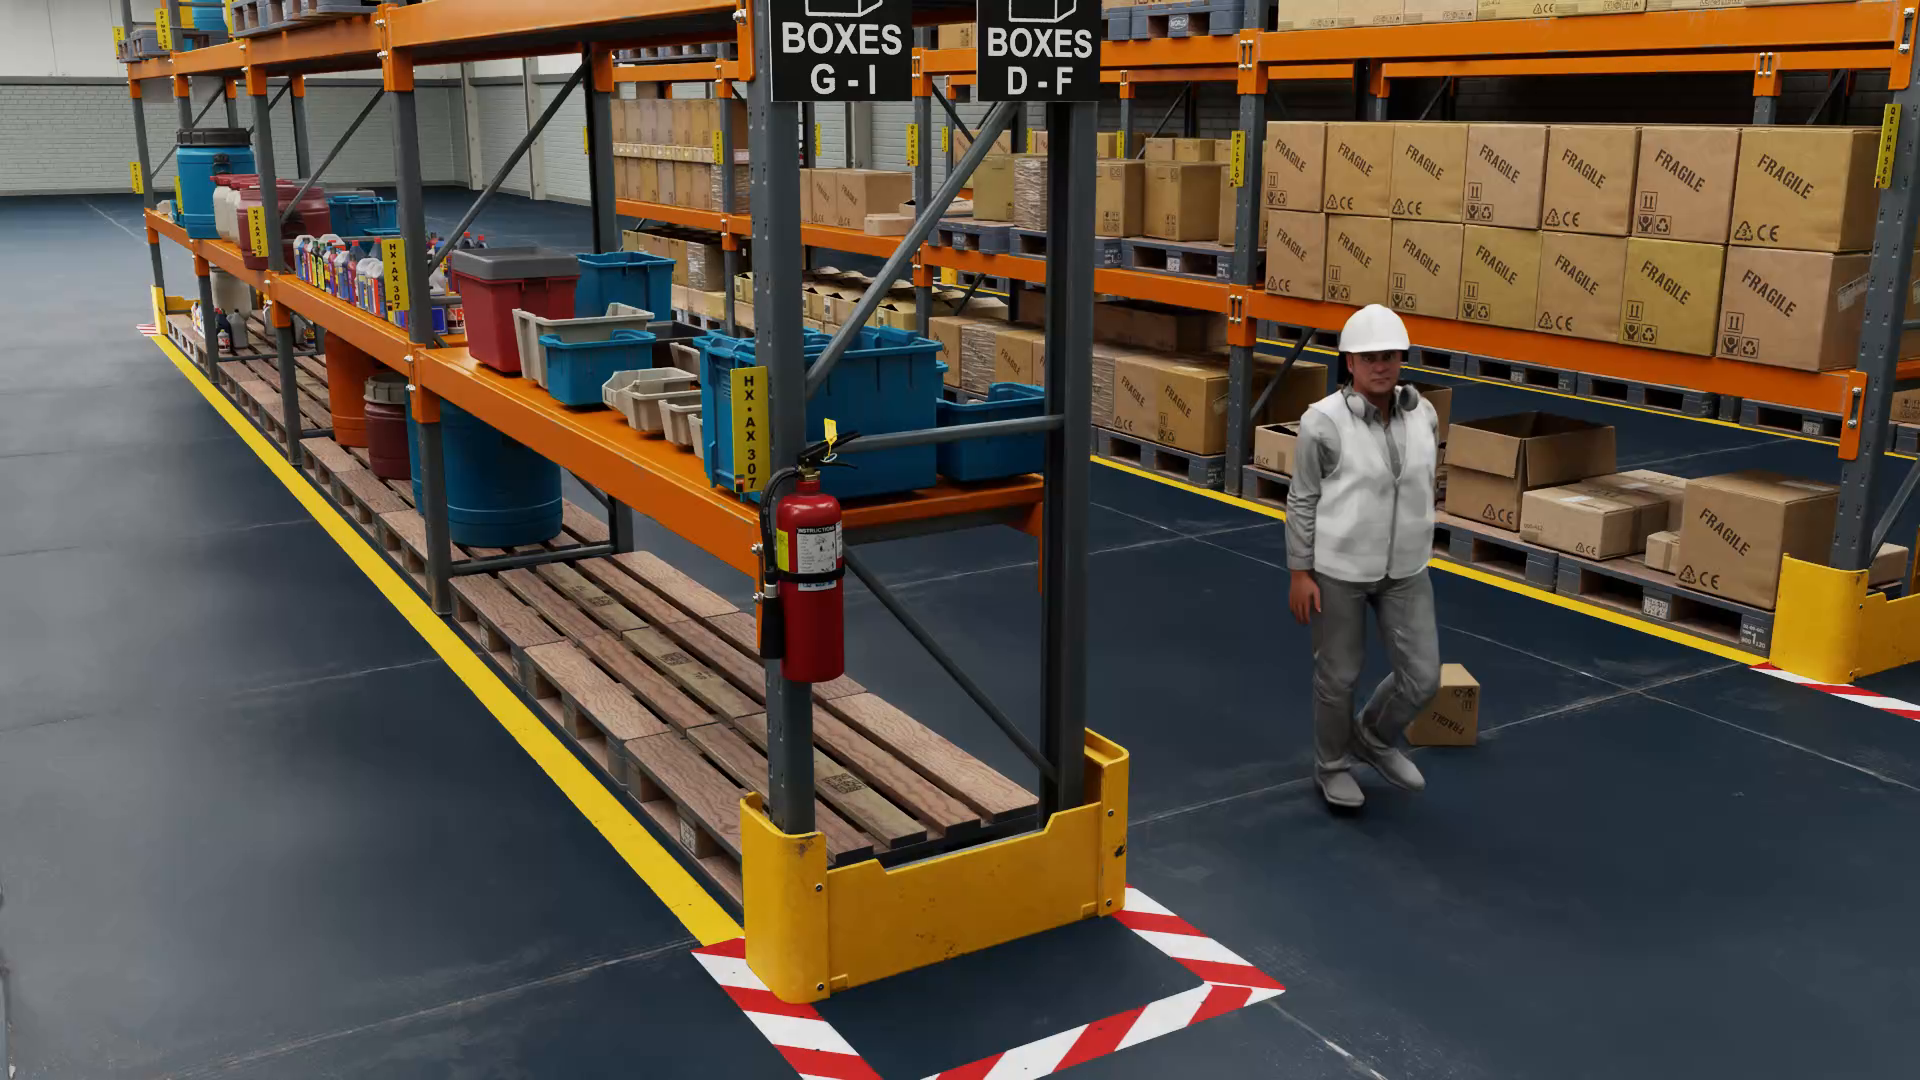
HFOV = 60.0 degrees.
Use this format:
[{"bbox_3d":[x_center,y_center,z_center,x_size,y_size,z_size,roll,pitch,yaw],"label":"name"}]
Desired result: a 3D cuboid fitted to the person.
[{"bbox_3d":[1.363,0.078,5.617,0.591,1.760,0.486,-3,15,-11],"label":"person"}]
